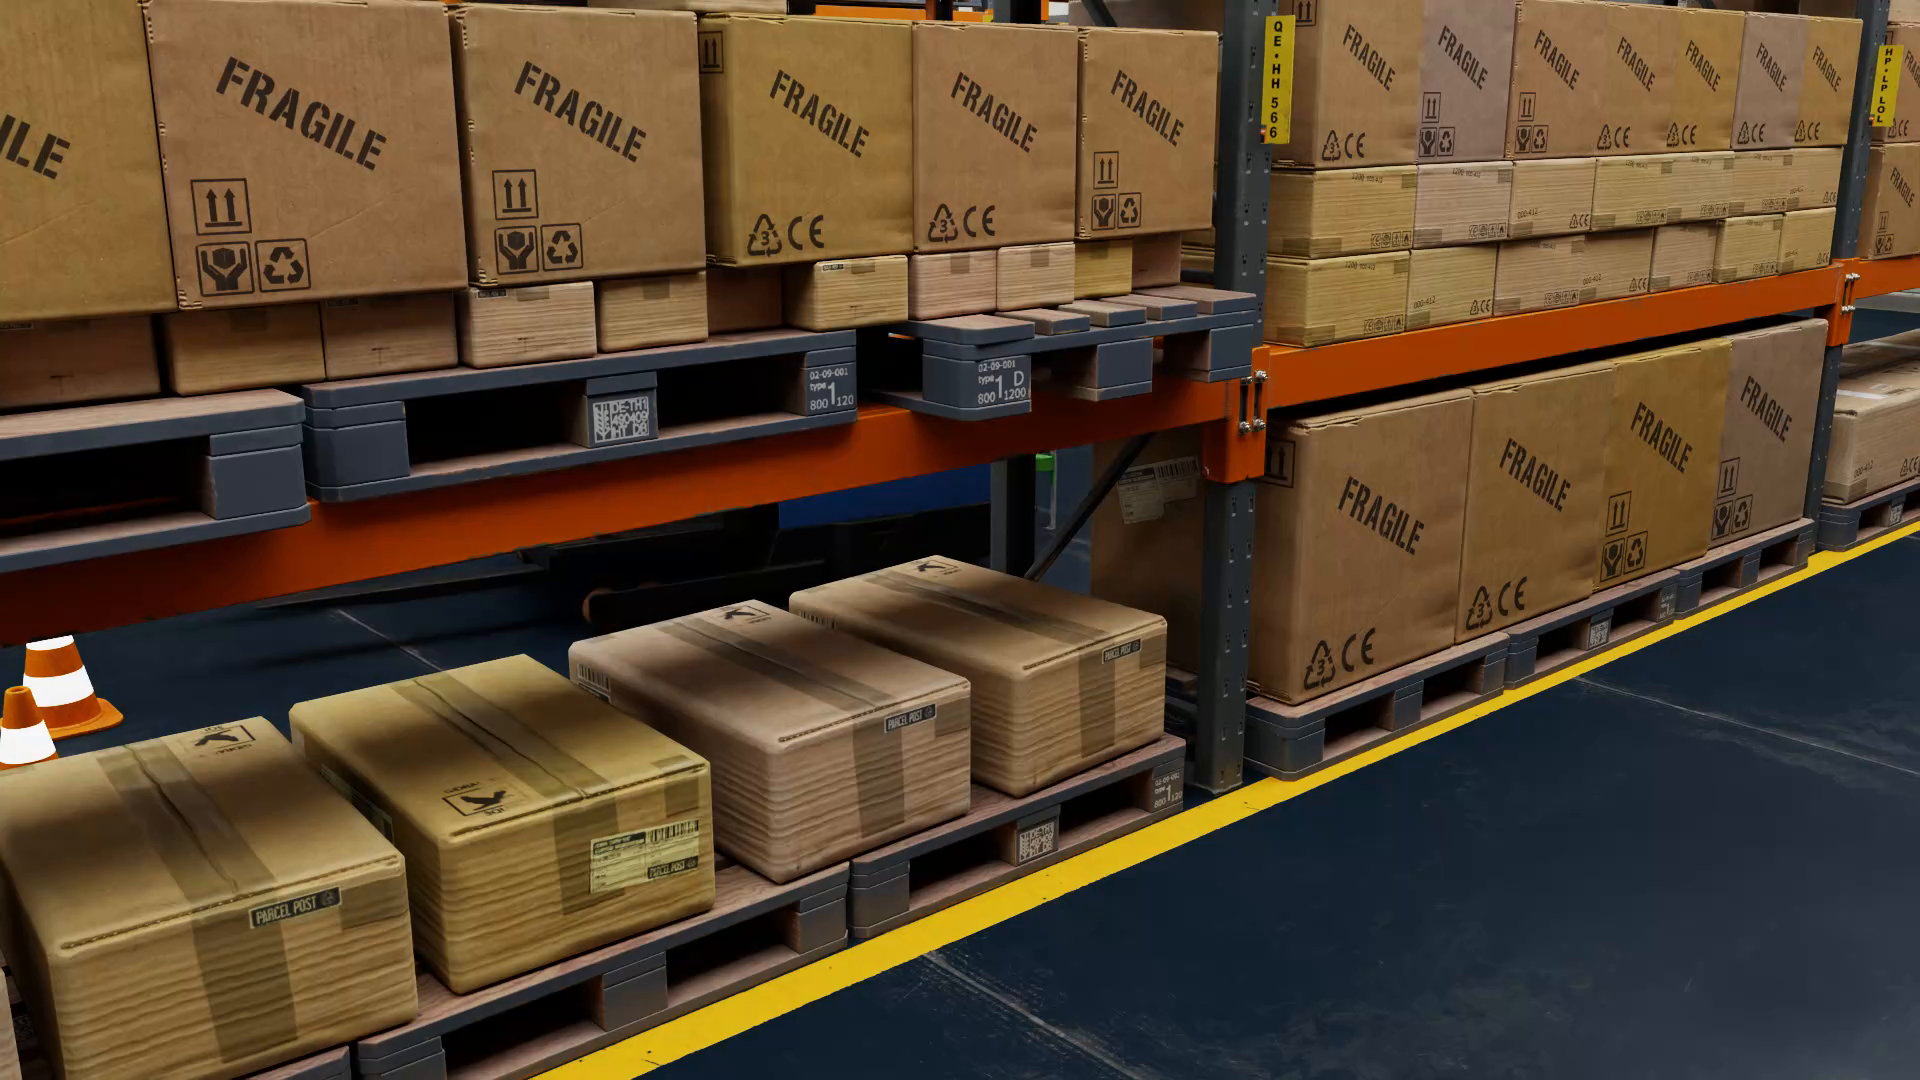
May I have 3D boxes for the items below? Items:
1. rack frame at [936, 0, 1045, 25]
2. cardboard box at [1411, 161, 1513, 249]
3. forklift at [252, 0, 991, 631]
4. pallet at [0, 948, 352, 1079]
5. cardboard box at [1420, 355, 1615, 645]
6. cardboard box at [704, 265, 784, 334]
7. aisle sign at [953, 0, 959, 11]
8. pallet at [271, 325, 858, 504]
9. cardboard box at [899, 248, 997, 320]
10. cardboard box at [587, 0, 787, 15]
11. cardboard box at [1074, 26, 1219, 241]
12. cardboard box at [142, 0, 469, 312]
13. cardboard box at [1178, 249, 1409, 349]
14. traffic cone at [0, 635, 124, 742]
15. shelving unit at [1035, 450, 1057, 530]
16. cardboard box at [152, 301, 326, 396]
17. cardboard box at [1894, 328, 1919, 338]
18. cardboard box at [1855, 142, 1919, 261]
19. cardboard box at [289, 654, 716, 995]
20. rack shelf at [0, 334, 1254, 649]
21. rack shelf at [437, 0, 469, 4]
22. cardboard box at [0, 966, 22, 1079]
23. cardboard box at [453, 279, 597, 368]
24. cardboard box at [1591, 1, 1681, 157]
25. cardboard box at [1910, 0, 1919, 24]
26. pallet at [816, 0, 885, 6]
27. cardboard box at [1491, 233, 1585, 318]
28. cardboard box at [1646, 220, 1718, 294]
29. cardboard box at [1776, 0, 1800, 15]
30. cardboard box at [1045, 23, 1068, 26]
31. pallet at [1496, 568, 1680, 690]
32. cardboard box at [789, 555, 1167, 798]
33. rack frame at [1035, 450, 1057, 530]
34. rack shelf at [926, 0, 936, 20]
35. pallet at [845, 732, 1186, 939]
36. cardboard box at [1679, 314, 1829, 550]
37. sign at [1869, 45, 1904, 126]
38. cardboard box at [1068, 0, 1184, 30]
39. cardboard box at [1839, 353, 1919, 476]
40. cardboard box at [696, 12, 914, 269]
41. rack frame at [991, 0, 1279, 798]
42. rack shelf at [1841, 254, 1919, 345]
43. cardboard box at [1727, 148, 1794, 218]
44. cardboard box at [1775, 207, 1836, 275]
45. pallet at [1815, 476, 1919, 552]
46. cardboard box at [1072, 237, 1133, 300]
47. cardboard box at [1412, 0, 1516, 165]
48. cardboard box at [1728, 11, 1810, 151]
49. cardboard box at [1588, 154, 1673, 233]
[{"bbox_3d":[0.164,-2.420,10.998,0.127,3.000,1.000,-13,19,-39],"label":"rack frame"},{"bbox_3d":[1.407,-1.090,5.341,0.500,0.250,0.500,-12,19,-38],"label":"cardboard box"},{"bbox_3d":[-1.368,-1.219,6.633,3.031,2.935,1.130,-8,17,-28],"label":"forklift"},{"bbox_3d":[-1.959,1.097,3.236,1.213,0.211,1.003,-13,19,-39],"label":"pallet"},{"bbox_3d":[1.723,-0.224,6.078,0.875,0.875,0.875,-12,19,-39],"label":"cardboard box"},{"bbox_3d":[-0.602,-0.557,3.695,0.250,0.149,0.380,-12,19,-39],"label":"cardboard box"},{"bbox_3d":[-0.141,-5.407,17.143,0.004,0.787,0.394,-13,19,-39],"label":"aisle sign"},{"bbox_3d":[-0.994,-0.360,3.657,1.213,0.211,1.003,-13,19,-39],"label":"pallet"},{"bbox_3d":[-0.131,-0.624,3.948,0.250,0.149,0.380,-14,20,-42],"label":"cardboard box"},{"bbox_3d":[-0.577,-1.172,3.485,0.250,0.149,0.380,-14,20,-42],"label":"cardboard box"},{"bbox_3d":[0.312,-1.060,4.321,0.500,0.500,0.500,-13,20,-41],"label":"cardboard box"},{"bbox_3d":[-1.244,-0.703,2.985,0.500,0.500,0.500,-13,20,-40],"label":"cardboard box"},{"bbox_3d":[1.006,-0.758,5.064,0.500,0.250,0.500,-13,20,-40],"label":"cardboard box"},{"bbox_3d":[-2.967,0.381,5.428,0.334,0.463,0.336,-13,19,-39],"label":"traffic cone"},{"bbox_3d":[0.183,-0.613,7.719,0.503,1.200,0.258,-11,19,-36],"label":"shelving unit"},{"bbox_3d":[-1.342,-0.371,2.999,0.250,0.149,0.380,-12,19,-39],"label":"cardboard box"},{"bbox_3d":[6.075,-0.985,9.776,0.875,0.438,0.875,-14,20,-41],"label":"cardboard box"},{"bbox_3d":[4.016,-1.551,7.548,0.500,0.500,0.500,-12,19,-38],"label":"cardboard box"},{"bbox_3d":[-1.088,0.618,3.901,0.625,0.372,0.950,-12,19,-38],"label":"cardboard box"},{"bbox_3d":[-1.037,-0.110,3.742,4.000,0.370,1.077,-13,19,-39],"label":"rack shelf"},{"bbox_3d":[-4.524,-4.166,13.115,4.000,0.370,1.077,-13,19,-39],"label":"rack shelf"},{"bbox_3d":[-2.151,0.859,3.000,0.625,0.372,0.950,-12,19,-39],"label":"cardboard box"},{"bbox_3d":[-0.920,-0.447,3.286,0.250,0.149,0.380,-12,19,-37],"label":"cardboard box"},{"bbox_3d":[2.156,-1.619,5.866,0.500,0.500,0.500,-12,19,-38],"label":"cardboard box"},{"bbox_3d":[4.081,-2.368,7.414,0.250,0.149,0.380,-12,19,-39],"label":"cardboard box"},{"bbox_3d":[-1.472,-5.151,15.583,1.213,0.211,1.003,-13,19,-39],"label":"pallet"},{"bbox_3d":[1.782,-0.936,5.731,0.500,0.250,0.500,-12,19,-38],"label":"cardboard box"},{"bbox_3d":[2.539,-1.108,6.377,0.500,0.250,0.500,-13,20,-41],"label":"cardboard box"},{"bbox_3d":[3.783,-2.456,7.744,0.250,0.149,0.380,-12,19,-38],"label":"cardboard box"},{"bbox_3d":[0.664,-3.124,10.926,0.500,0.500,0.500,-12,19,-38],"label":"cardboard box"},{"bbox_3d":[2.036,0.227,6.492,1.213,0.211,1.003,-13,19,-39],"label":"pallet"},{"bbox_3d":[0.039,0.364,4.852,0.625,0.372,0.950,-14,21,-43],"label":"cardboard box"},{"bbox_3d":[0.376,-0.651,7.864,0.015,1.200,0.240,-11,19,-36],"label":"rack frame"},{"bbox_3d":[-1.345,-3.183,9.436,4.000,0.370,1.077,-13,19,-39],"label":"rack shelf"},{"bbox_3d":[-0.118,0.683,4.783,1.213,0.211,1.003,-13,19,-39],"label":"pallet"},{"bbox_3d":[3.074,-0.529,7.223,0.875,0.875,0.875,-12,19,-38],"label":"cardboard box"},{"bbox_3d":[3.853,-1.891,6.926,0.005,0.325,0.100,-13,19,-39],"label":"sign"},{"bbox_3d":[0.690,-1.466,5.294,0.500,0.500,0.500,-13,20,-41],"label":"cardboard box"},{"bbox_3d":[4.709,-0.676,8.619,0.875,0.438,0.875,-13,20,-41],"label":"cardboard box"},{"bbox_3d":[-0.451,-0.884,3.665,0.500,0.500,0.500,-14,21,-43],"label":"cardboard box"},{"bbox_3d":[0.472,-0.796,4.918,0.127,3.000,1.000,-13,19,-39],"label":"rack frame"},{"bbox_3d":[4.998,-1.465,8.816,4.000,0.370,1.077,-13,19,-39],"label":"rack shelf"},{"bbox_3d":[2.944,-1.435,6.630,0.500,0.250,0.500,-12,19,-38],"label":"cardboard box"},{"bbox_3d":[3.317,-1.276,7.006,0.500,0.250,0.500,-13,20,-41],"label":"cardboard box"},{"bbox_3d":[4.115,-0.240,8.240,1.213,0.211,1.003,-13,19,-39],"label":"pallet"},{"bbox_3d":[0.225,-0.717,4.294,0.250,0.149,0.380,-12,19,-39],"label":"cardboard box"},{"bbox_3d":[1.373,-1.449,5.232,0.500,0.500,0.500,-13,19,-39],"label":"cardboard box"},{"bbox_3d":[2.932,-1.791,6.513,0.500,0.500,0.500,-12,19,-38],"label":"cardboard box"},{"bbox_3d":[2.182,-1.256,5.960,0.500,0.250,0.500,-12,19,-38],"label":"cardboard box"}]
